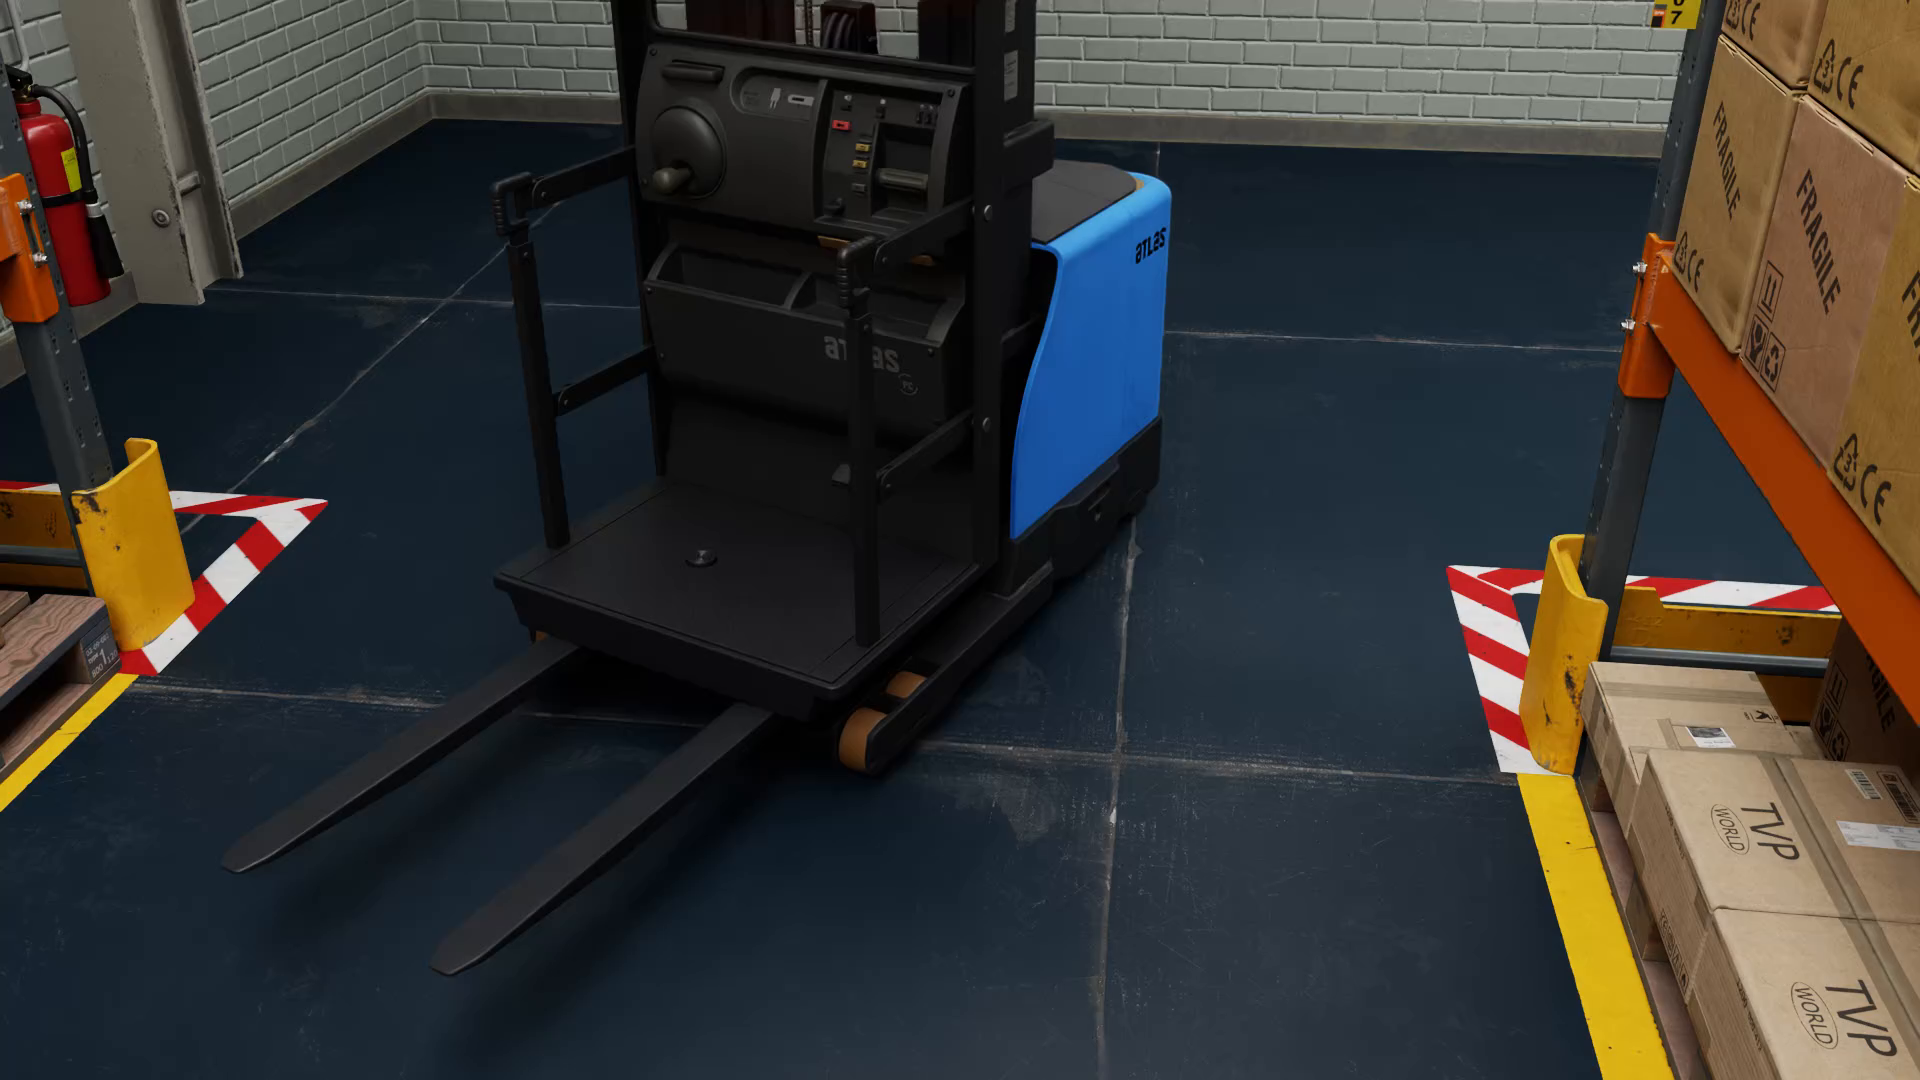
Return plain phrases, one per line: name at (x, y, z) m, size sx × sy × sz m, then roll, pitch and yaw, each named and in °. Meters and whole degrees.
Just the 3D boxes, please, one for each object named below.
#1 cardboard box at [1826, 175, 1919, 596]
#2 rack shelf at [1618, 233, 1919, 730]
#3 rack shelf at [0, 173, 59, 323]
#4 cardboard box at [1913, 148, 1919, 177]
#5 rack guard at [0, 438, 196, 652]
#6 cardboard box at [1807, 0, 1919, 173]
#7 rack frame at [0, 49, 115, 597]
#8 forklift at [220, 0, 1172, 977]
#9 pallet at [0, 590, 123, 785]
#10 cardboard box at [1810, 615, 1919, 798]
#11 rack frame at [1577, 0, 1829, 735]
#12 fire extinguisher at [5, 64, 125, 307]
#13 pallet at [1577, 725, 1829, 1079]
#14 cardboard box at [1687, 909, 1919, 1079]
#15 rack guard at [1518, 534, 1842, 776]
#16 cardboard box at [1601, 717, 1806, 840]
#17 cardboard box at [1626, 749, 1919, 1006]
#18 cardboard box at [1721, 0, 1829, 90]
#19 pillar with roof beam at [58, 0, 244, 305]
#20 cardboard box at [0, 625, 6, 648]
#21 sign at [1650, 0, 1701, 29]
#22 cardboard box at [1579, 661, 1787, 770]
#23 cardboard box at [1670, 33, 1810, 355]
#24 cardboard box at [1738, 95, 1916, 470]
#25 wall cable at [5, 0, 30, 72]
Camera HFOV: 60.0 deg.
cardboard box at (1.620, -0.191, 2.336) m, size 0.500 × 0.500 × 0.500 m, roll 3°, pitch 28°, yaw 6°
rack shelf at (1.814, 0.439, 2.032) m, size 1.077 × 0.370 × 4.000 m, roll 3°, pitch 28°, yaw 6°
rack shelf at (-3.103, 0.152, 2.563) m, size 1.077 × 0.370 × 4.000 m, roll 3°, pitch 28°, yaw 6°
cardboard box at (1.620, -0.629, 2.094) m, size 0.500 × 0.500 × 0.500 m, roll 4°, pitch 29°, yaw 7°
rack guard at (-2.855, -0.017, 4.754) m, size 1.175 × 0.500 × 0.348 m, roll 3°, pitch 28°, yaw 6°
cardboard box at (1.686, -0.864, 2.531) m, size 0.500 × 0.500 × 0.500 m, roll 4°, pitch 29°, yaw 7°
rack frame at (-2.858, -1.106, 4.140) m, size 1.000 × 3.000 × 0.127 m, roll 3°, pitch 28°, yaw 6°
forklift at (-0.518, -0.952, 3.927) m, size 1.130 × 2.935 × 3.031 m, roll 15°, pitch 32°, yaw 26°
pallet at (-2.878, 0.503, 4.094) m, size 1.003 × 0.211 × 1.213 m, roll 3°, pitch 28°, yaw 6°
cardboard box at (2.237, 0.357, 3.596) m, size 0.500 × 0.500 × 0.500 m, roll 3°, pitch 28°, yaw 6°
rack frame at (2.059, -0.820, 3.609) m, size 1.000 × 3.000 × 0.127 m, roll 3°, pitch 28°, yaw 6°
fire extinguisher at (-2.382, -0.952, 4.329) m, size 0.296 × 0.674 × 0.183 m, roll 3°, pitch 28°, yaw 6°
pallet at (1.953, 0.819, 3.507) m, size 1.003 × 0.211 × 1.213 m, roll 3°, pitch 28°, yaw 6°
cardboard box at (1.588, 0.907, 2.838) m, size 0.500 × 0.250 × 0.500 m, roll 3°, pitch 28°, yaw 6°
rack guard at (2.049, 0.317, 4.135) m, size 1.175 × 0.500 × 0.348 m, roll 3°, pitch 28°, yaw 6°
cardboard box at (1.636, 0.529, 3.629) m, size 0.380 × 0.166 × 0.250 m, roll 3°, pitch 28°, yaw 6°
cardboard box at (1.649, 0.672, 3.275) m, size 0.500 × 0.250 × 0.500 m, roll 3°, pitch 28°, yaw 6°
cardboard box at (1.743, -1.110, 2.989) m, size 0.500 × 0.500 × 0.500 m, roll 4°, pitch 29°, yaw 8°
pillar with roof beam at (0.887, -4.818, 4.705) m, size 9.100 × 9.000 × 0.400 m, roll 3°, pitch 28°, yaw 6°
cardboard box at (-2.845, 0.145, 4.011) m, size 0.700 × 0.500 × 0.500 m, roll 3°, pitch 28°, yaw 6°
sign at (1.520, -1.232, 3.462) m, size 0.100 × 0.325 × 0.005 m, roll 3°, pitch 28°, yaw 6°
cardboard box at (1.666, 0.419, 3.852) m, size 0.380 × 0.149 × 0.250 m, roll 3°, pitch 28°, yaw 6°
cardboard box at (1.743, -0.670, 3.226) m, size 0.500 × 0.500 × 0.500 m, roll 4°, pitch 29°, yaw 7°
cardboard box at (1.685, -0.427, 2.774) m, size 0.500 × 0.500 × 0.500 m, roll 3°, pitch 28°, yaw 6°
wall cable at (-3.640, -2.211, 5.120) m, size 0.084 × 1.984 × 1.851 m, roll 3°, pitch 28°, yaw 6°
